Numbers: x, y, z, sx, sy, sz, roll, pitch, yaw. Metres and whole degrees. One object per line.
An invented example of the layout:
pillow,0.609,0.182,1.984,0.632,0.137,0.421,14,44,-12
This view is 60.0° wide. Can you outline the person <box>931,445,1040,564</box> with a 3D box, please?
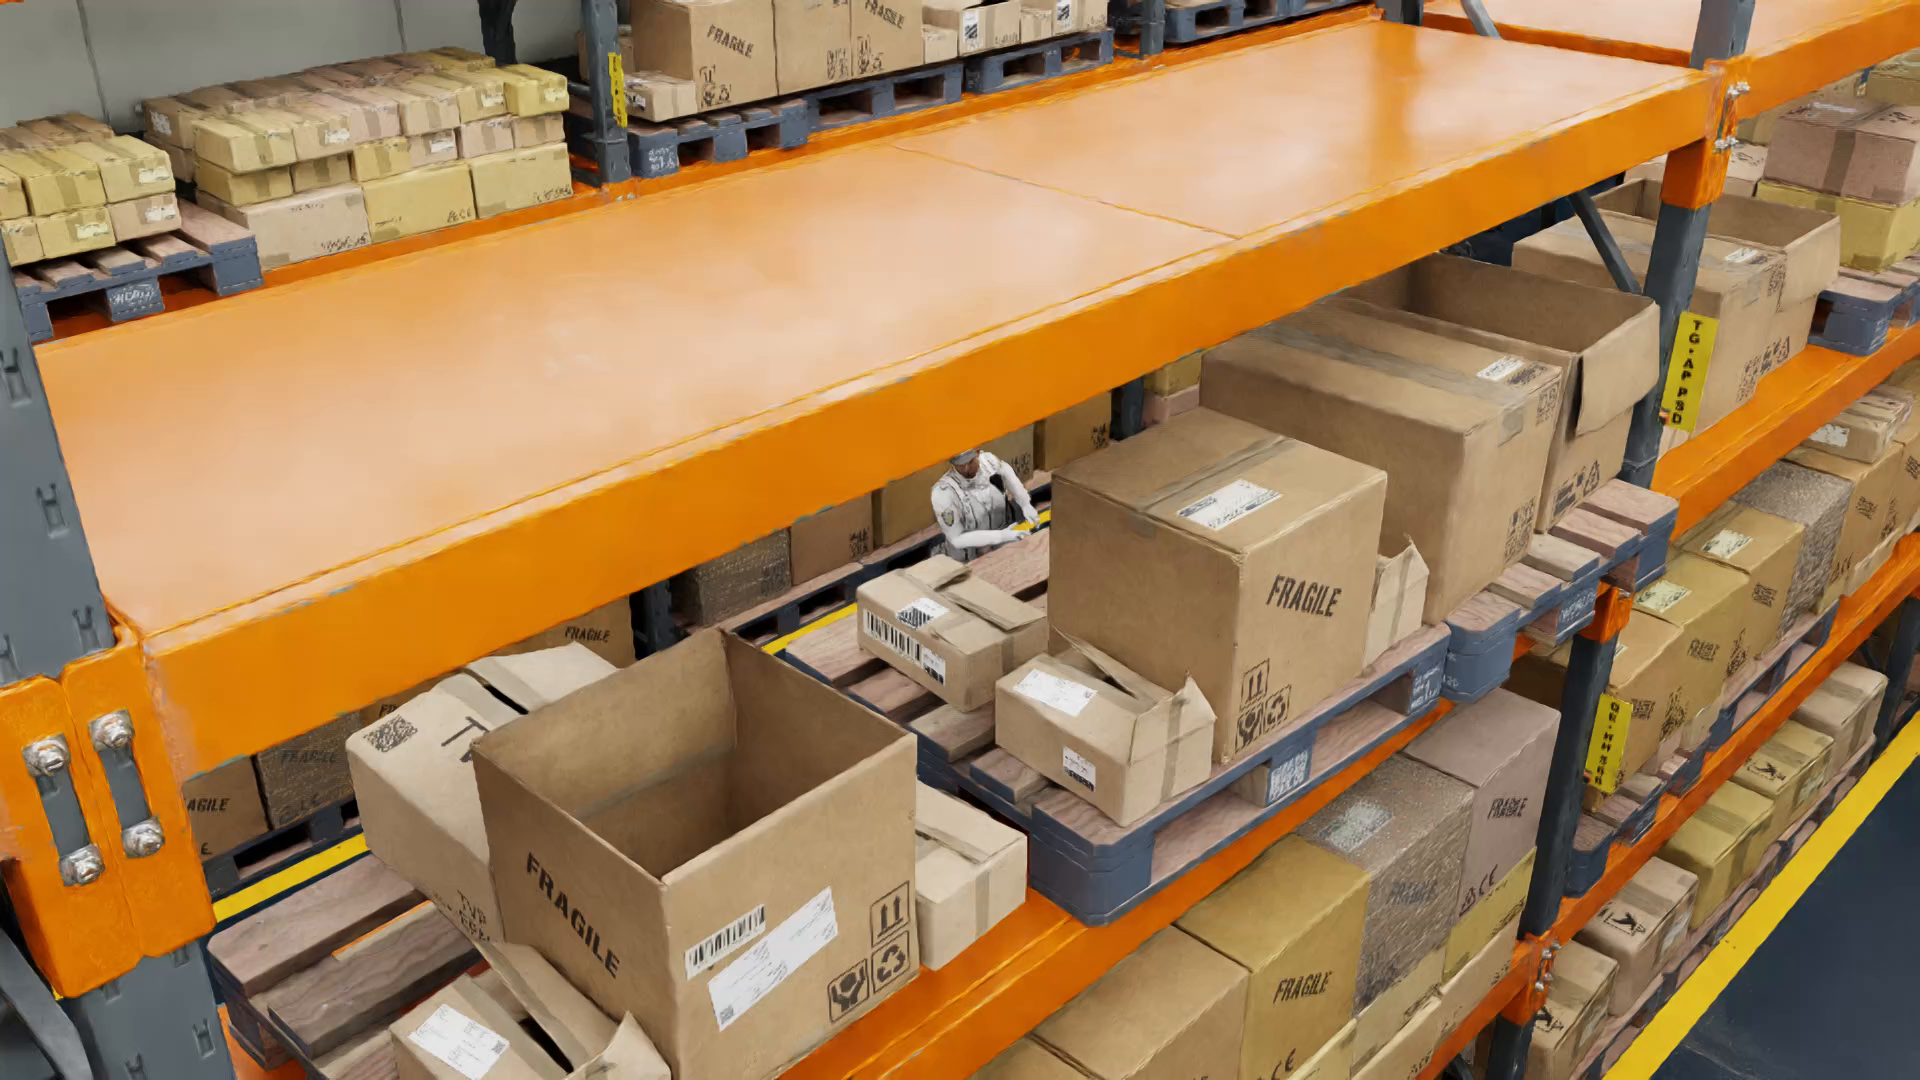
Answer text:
person,0.253,0.047,8.917,0.859,1.557,0.525,-22,35,-36
